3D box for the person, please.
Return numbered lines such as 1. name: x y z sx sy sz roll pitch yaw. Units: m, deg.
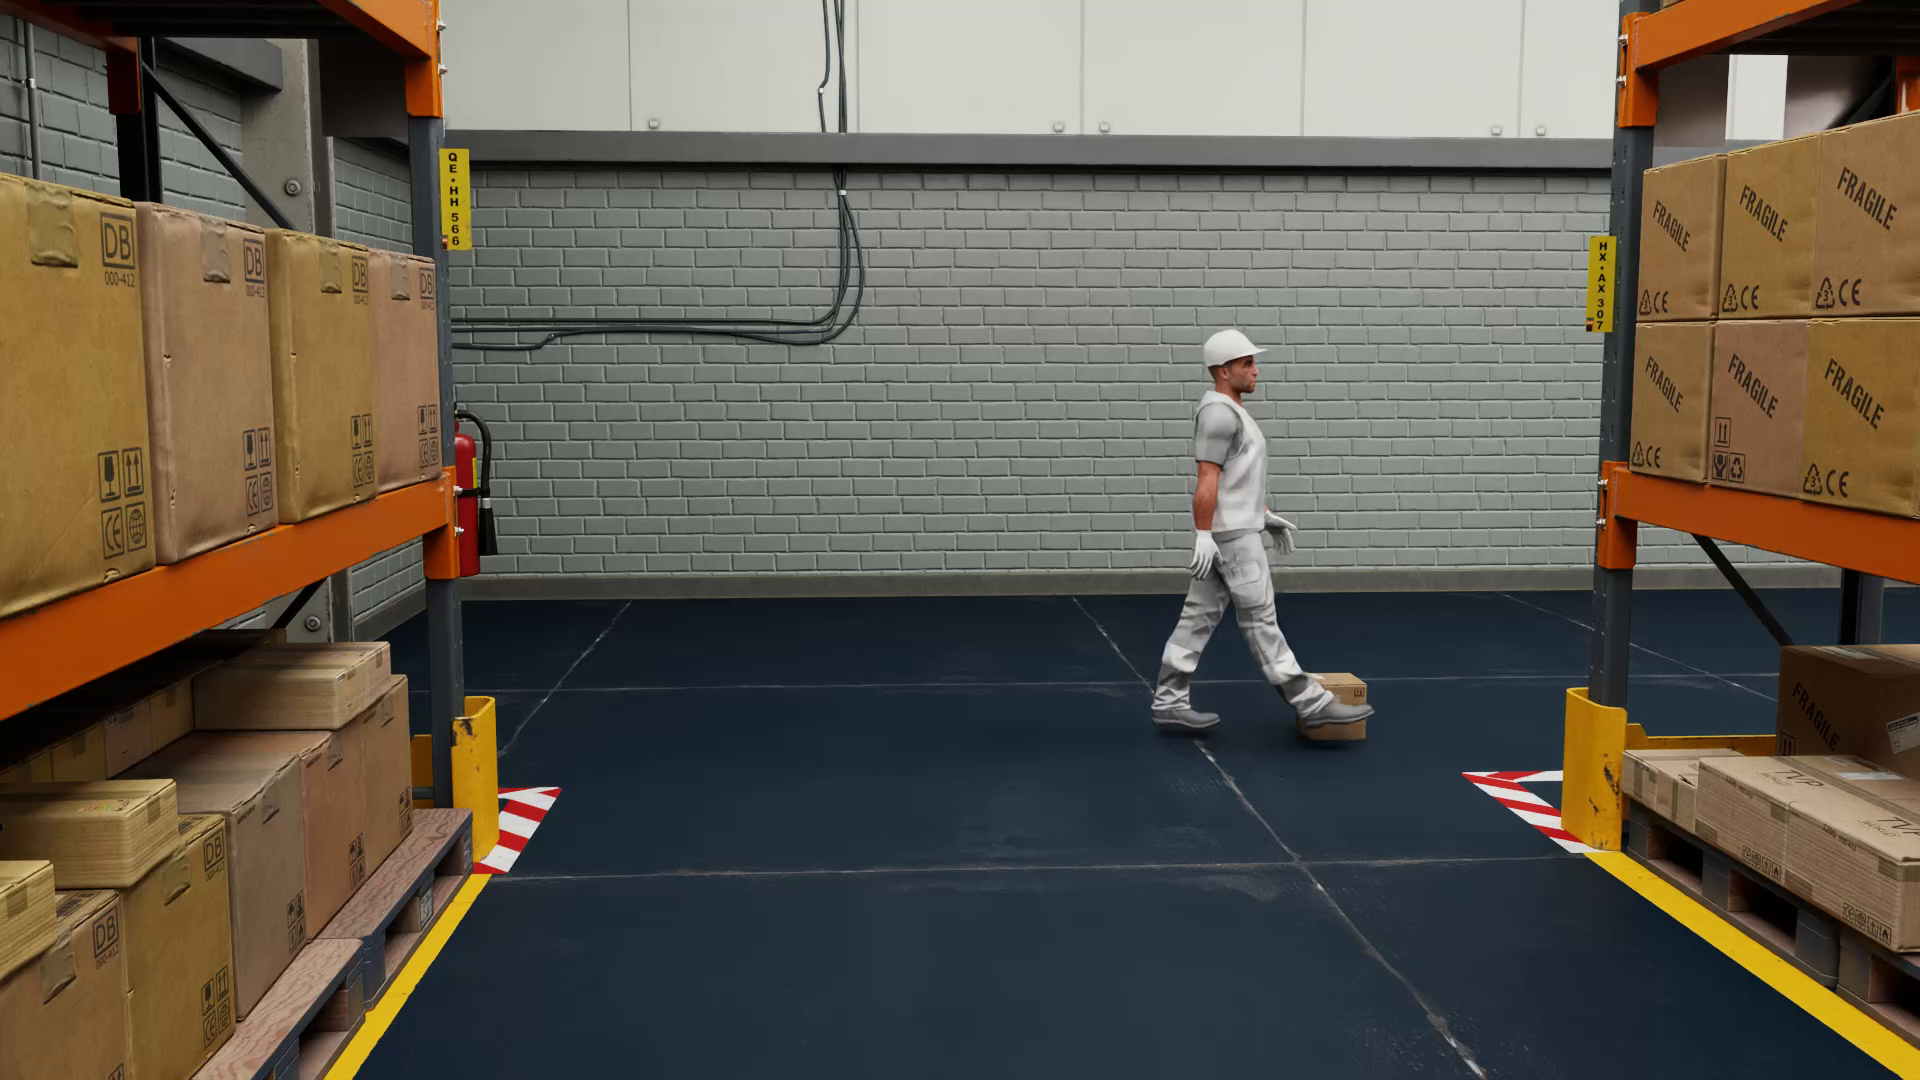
1. person: 1.324 -0.035 7.268 0.950 1.752 0.552 1 7 7
